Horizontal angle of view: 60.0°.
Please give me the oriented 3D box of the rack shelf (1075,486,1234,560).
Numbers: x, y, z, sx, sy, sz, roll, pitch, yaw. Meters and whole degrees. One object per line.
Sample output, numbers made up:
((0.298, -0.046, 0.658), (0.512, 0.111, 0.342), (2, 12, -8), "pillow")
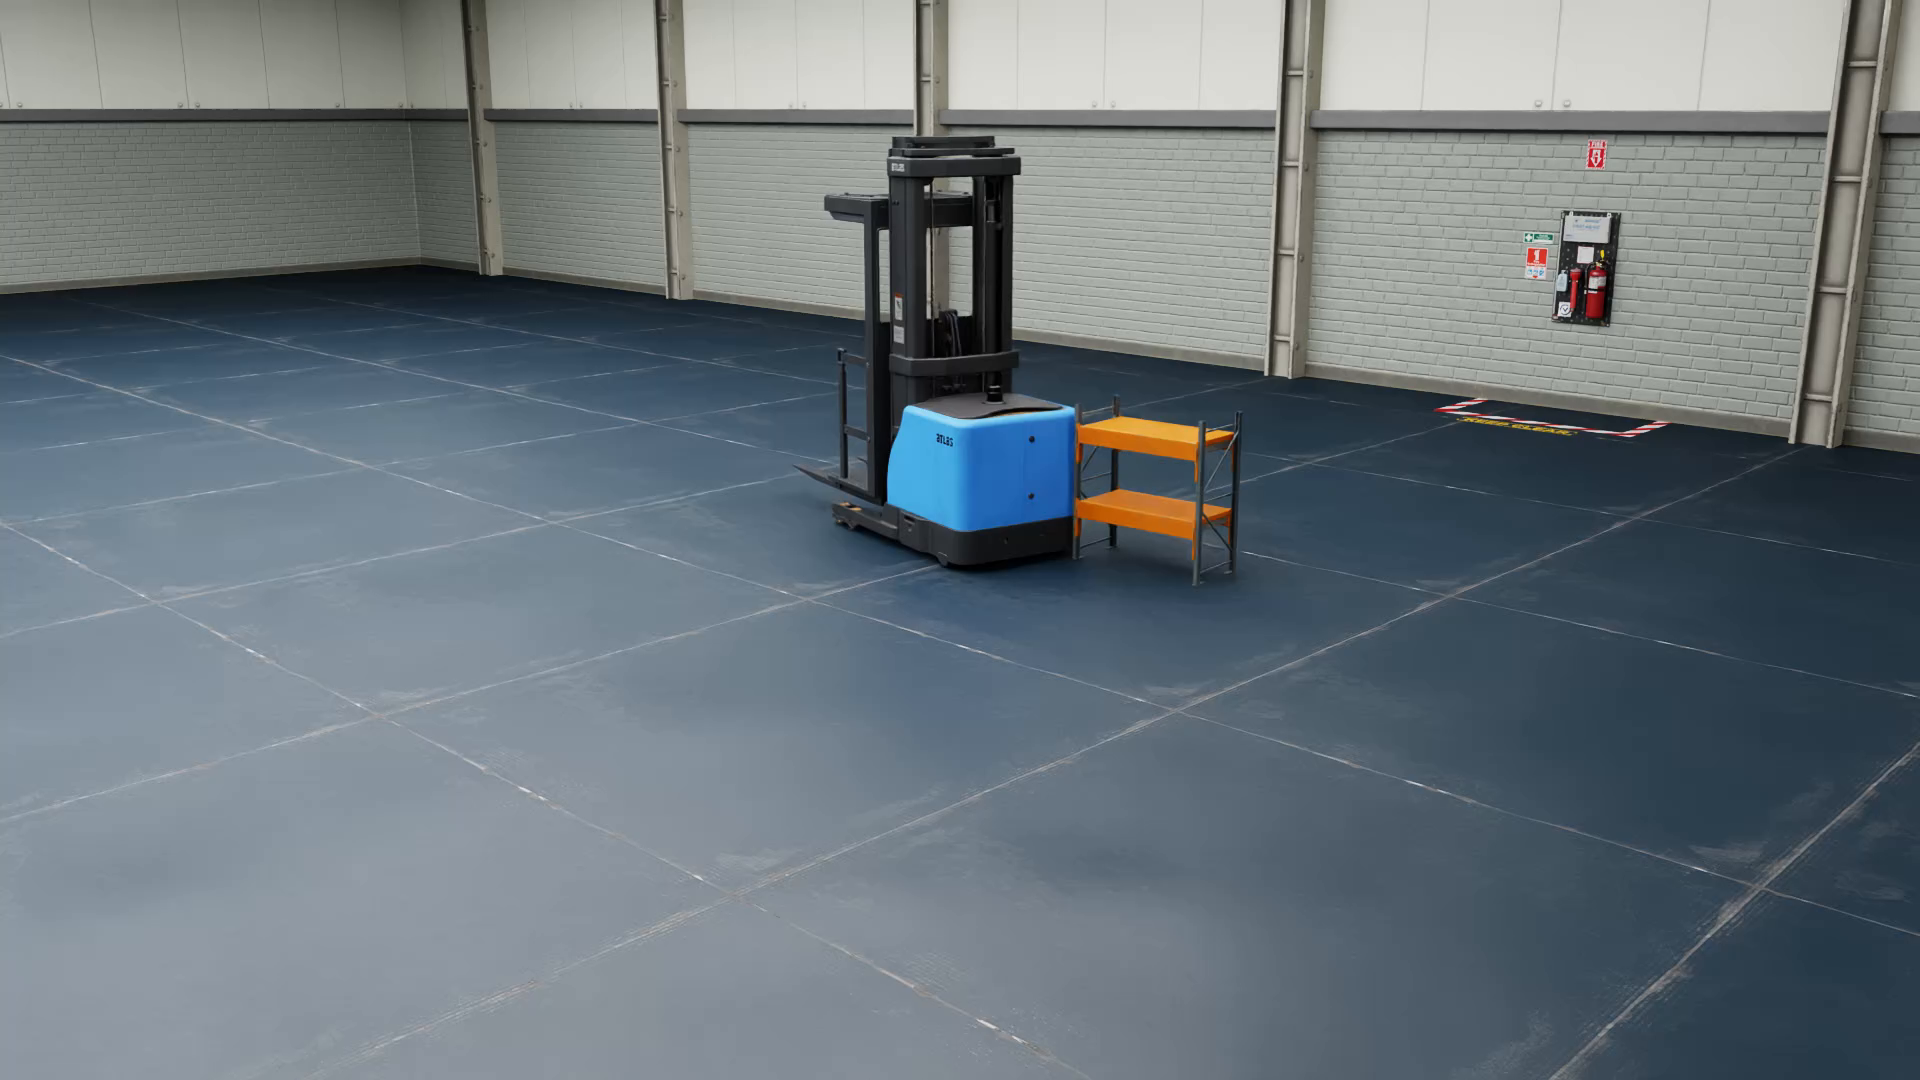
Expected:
((1.363, -0.129, 11.664), (1.000, 0.278, 0.538), (12, 19, 39), "rack shelf")

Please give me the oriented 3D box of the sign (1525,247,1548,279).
((6.154, -2.955, 17.752), (0.234, 0.329, 0.001), (14, 20, 42), "sign")

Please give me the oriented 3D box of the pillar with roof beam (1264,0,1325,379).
((0.925, -5.554, 15.902), (0.400, 9.000, 9.100), (14, 20, 42), "pillar with roof beam")

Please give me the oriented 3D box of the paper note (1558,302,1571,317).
((6.401, -2.439, 17.592), (0.142, 0.148, 0.016), (14, 20, 42), "paper note")

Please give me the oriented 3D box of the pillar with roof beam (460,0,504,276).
((-12.032, -8.705, 27.992), (0.400, 9.000, 9.100), (14, 20, 42), "pillar with roof beam")

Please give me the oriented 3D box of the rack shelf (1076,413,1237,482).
((1.363, -0.648, 11.529), (1.000, 0.278, 0.538), (12, 19, 39), "rack shelf")

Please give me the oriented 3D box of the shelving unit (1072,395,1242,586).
((1.363, -0.365, 11.602), (1.048, 1.125, 0.538), (12, 19, 39), "shelving unit")

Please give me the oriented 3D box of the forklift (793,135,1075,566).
((-0.333, -1.558, 12.600), (1.130, 2.935, 3.031), (-9, 17, -30), "forklift")

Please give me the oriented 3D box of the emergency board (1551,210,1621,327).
((6.480, -2.822, 17.314), (0.643, 1.169, 0.194), (14, 20, 42), "emergency board")

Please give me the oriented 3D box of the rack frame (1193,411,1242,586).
((1.749, -0.282, 11.283), (0.032, 1.125, 0.500), (12, 19, 39), "rack frame")

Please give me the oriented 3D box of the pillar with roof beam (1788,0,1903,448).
((5.245, -4.504, 11.872), (0.400, 9.000, 9.100), (14, 20, 42), "pillar with roof beam")

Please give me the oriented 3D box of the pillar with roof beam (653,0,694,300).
((-7.713, -7.654, 23.962), (0.400, 9.000, 9.100), (14, 20, 42), "pillar with roof beam")

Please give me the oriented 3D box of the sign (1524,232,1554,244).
((6.151, -3.209, 17.676), (0.331, 0.109, 0.001), (14, 20, 42), "sign")

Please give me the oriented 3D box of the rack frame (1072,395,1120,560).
((0.976, -0.448, 11.922), (0.032, 1.125, 0.500), (12, 19, 39), "rack frame")

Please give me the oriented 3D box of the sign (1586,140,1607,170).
((6.544, -3.963, 17.096), (0.199, 0.298, 0.001), (14, 20, 42), "sign")

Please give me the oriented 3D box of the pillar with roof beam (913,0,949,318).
((-3.394, -6.604, 19.932), (0.400, 9.000, 9.100), (14, 20, 42), "pillar with roof beam")
